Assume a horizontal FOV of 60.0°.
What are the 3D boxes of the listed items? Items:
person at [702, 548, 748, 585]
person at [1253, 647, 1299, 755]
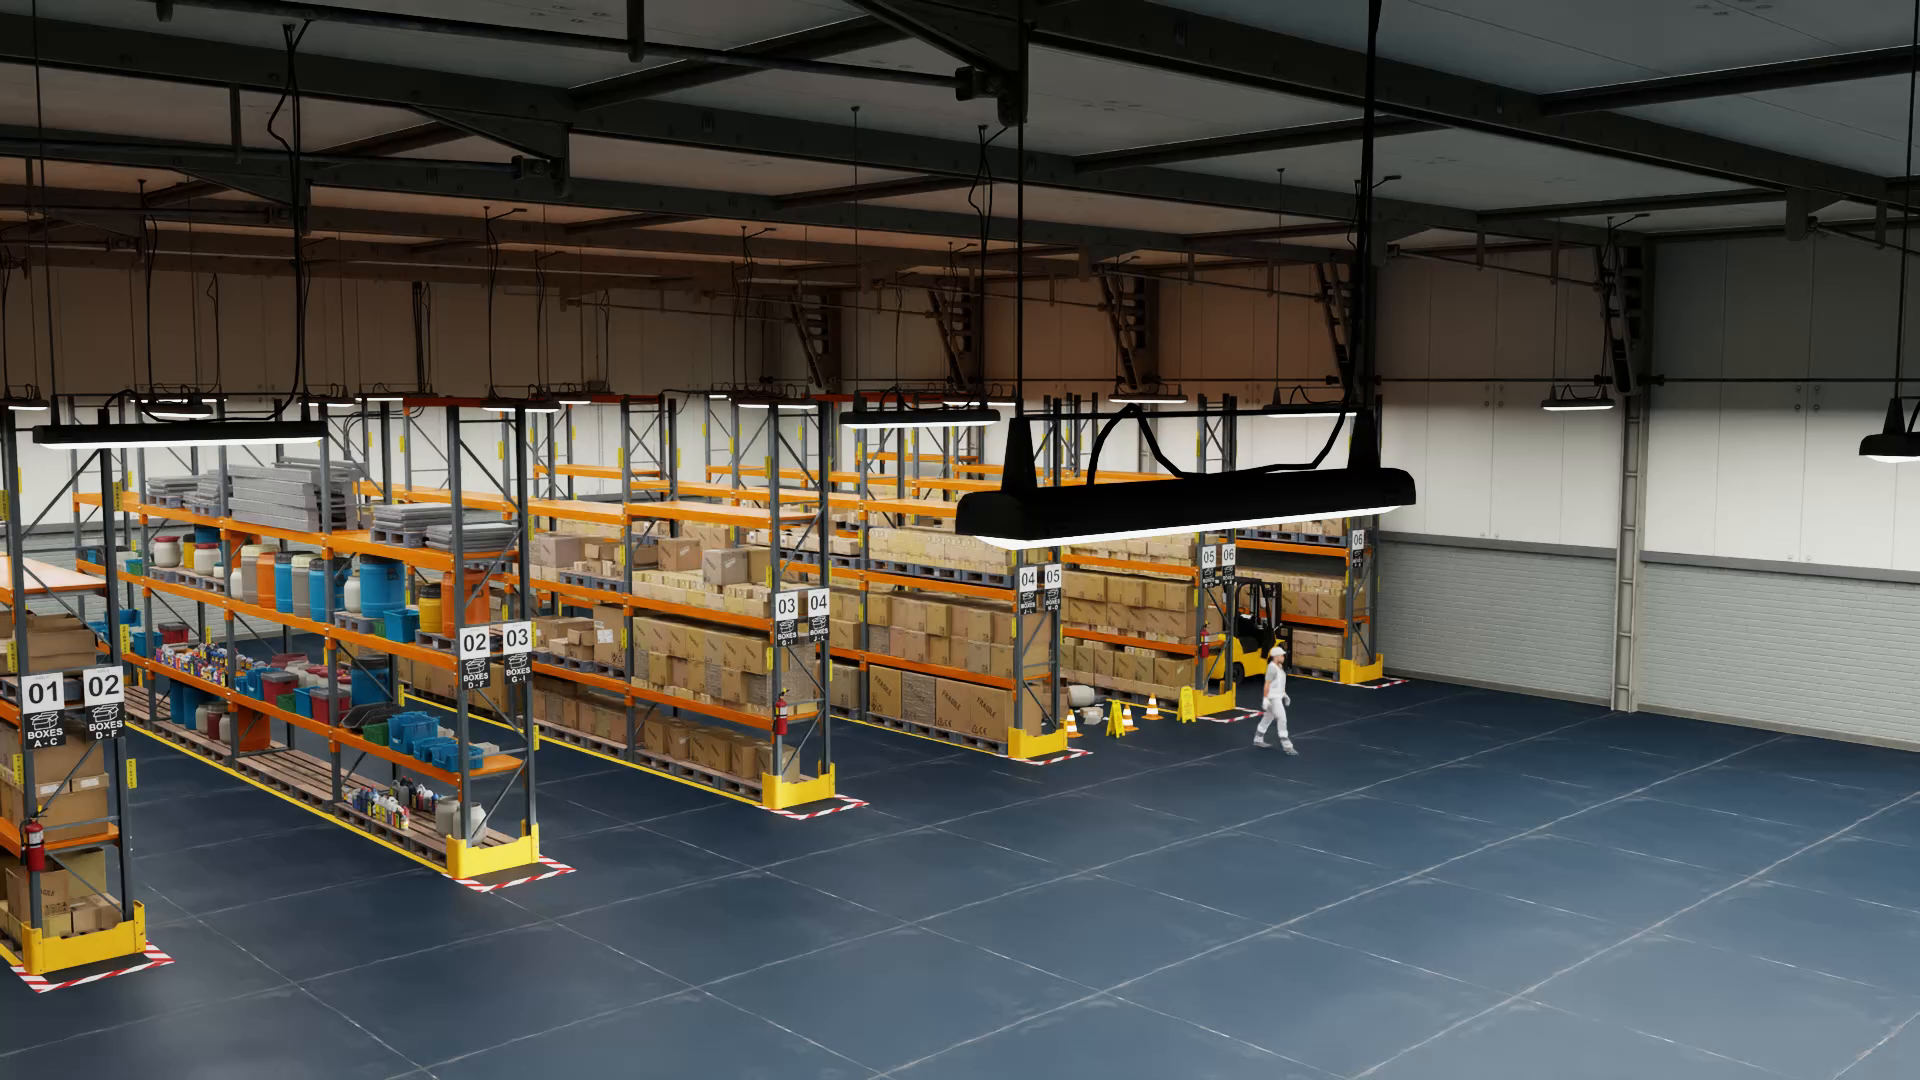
[{"bbox_3d":[-2.850,1.188,34.127,1.714,3.691,17.570,1,6,9],"label":"person"},{"bbox_3d":[5.411,2.715,28.338,0.831,1.794,0.579,2,6,20],"label":"person"}]
